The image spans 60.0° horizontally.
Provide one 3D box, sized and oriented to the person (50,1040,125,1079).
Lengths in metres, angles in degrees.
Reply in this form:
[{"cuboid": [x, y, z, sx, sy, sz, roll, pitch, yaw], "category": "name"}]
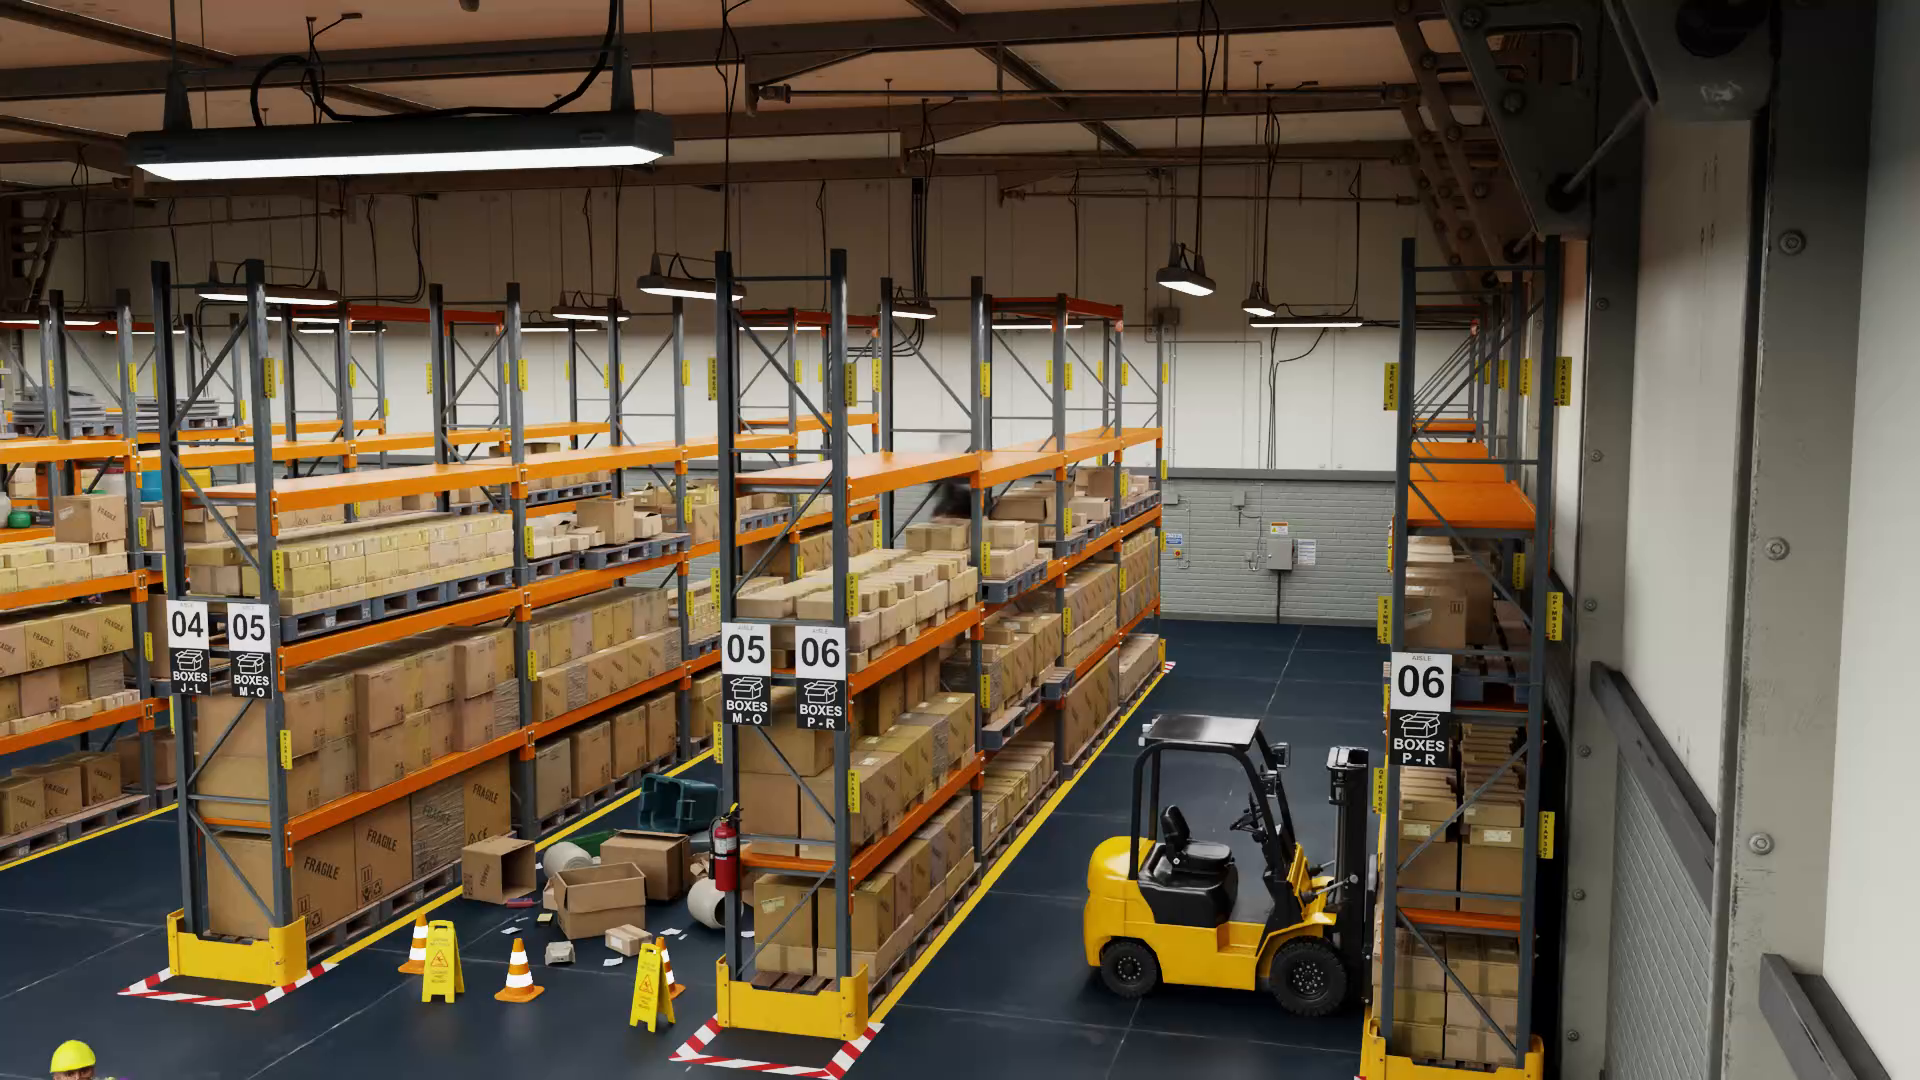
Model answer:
[{"cuboid": [-4.485, 3.403, 8.495, 0.701, 1.725, 0.587, -3, 7, -30], "category": "person"}]
